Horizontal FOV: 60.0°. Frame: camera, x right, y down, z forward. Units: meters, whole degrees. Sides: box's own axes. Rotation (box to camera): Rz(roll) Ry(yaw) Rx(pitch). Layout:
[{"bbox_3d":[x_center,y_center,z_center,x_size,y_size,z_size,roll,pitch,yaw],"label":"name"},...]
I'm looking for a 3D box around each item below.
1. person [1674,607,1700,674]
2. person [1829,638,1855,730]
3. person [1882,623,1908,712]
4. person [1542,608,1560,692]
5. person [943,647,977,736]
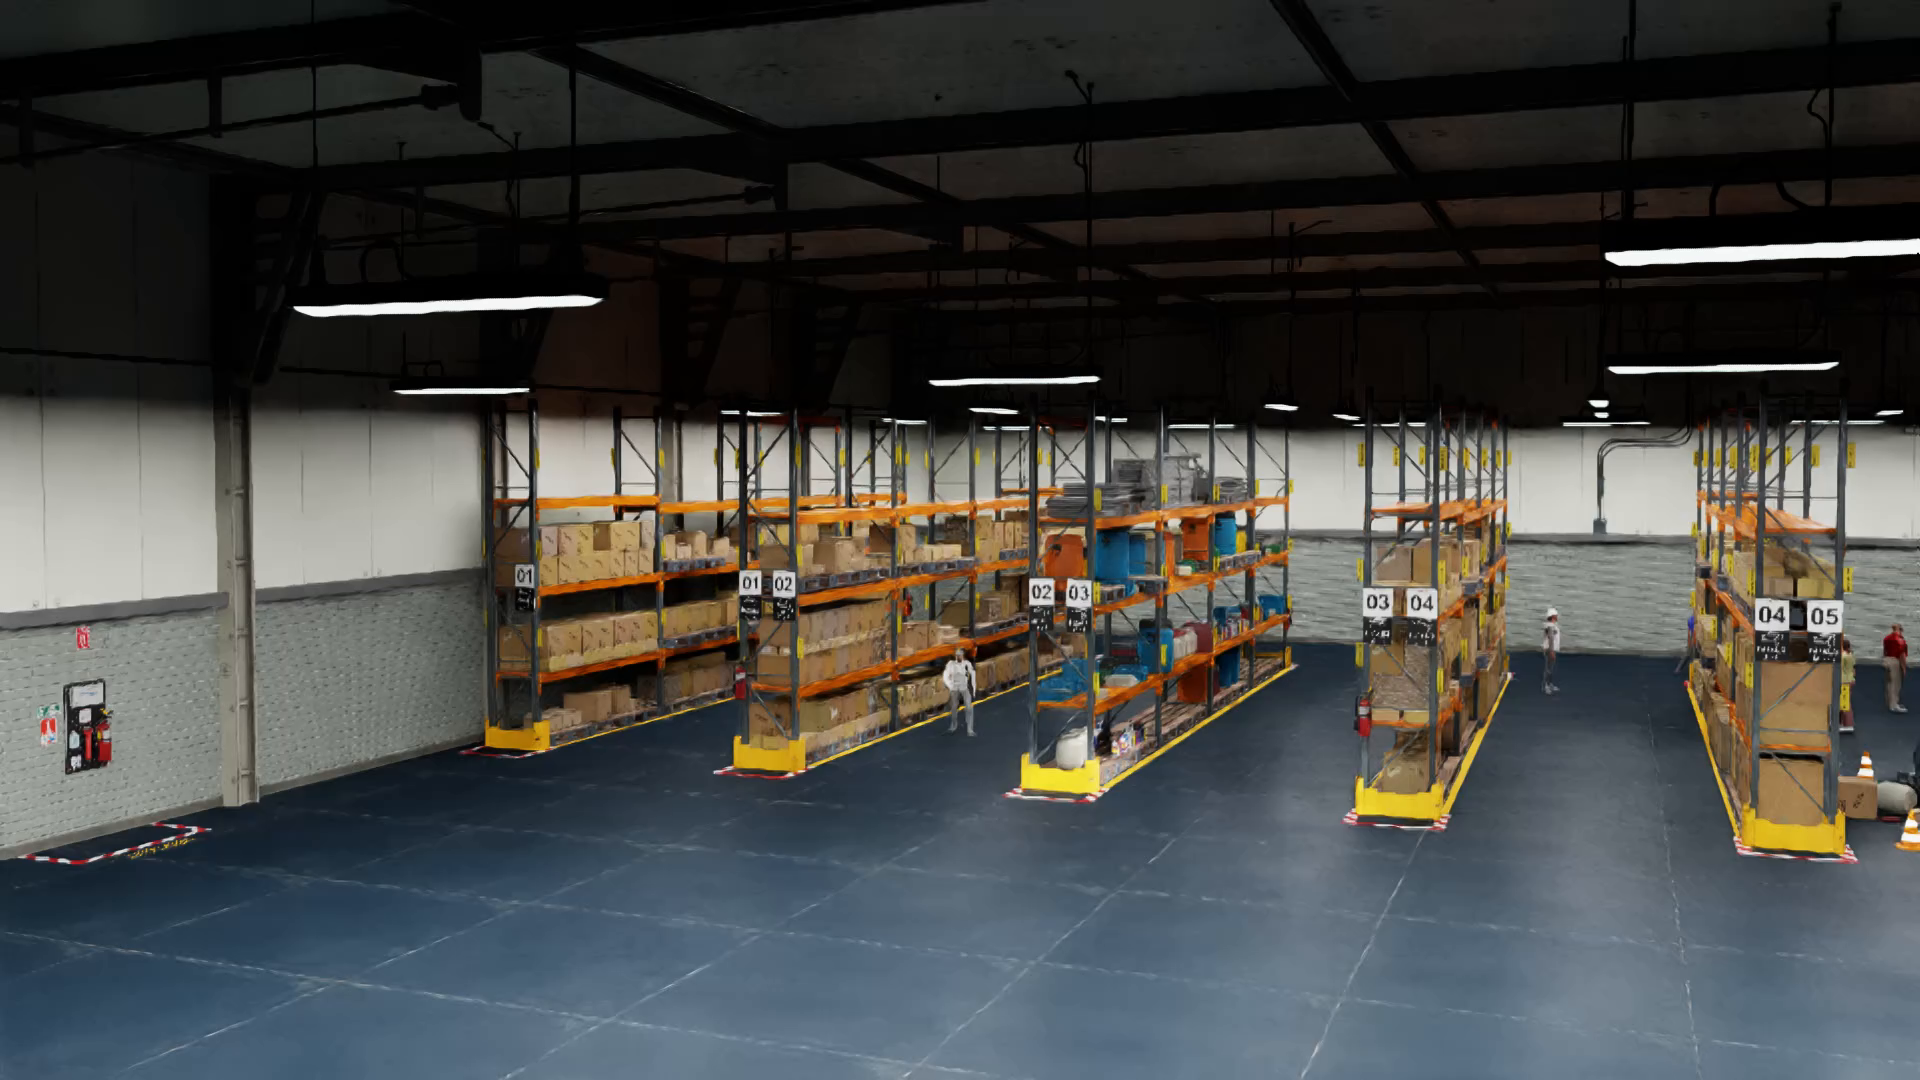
[{"bbox_3d":[16.712,2.301,38.063,0.641,1.651,0.489,-1,3,-20],"label":"person"},{"bbox_3d":[16.245,2.640,30.624,0.560,1.668,0.569,-2,4,-37],"label":"person"},{"bbox_3d":[18.555,2.500,32.908,0.476,1.738,0.626,0,3,-5],"label":"person"},{"bbox_3d":[12.656,2.350,35.584,0.389,1.771,0.624,1,3,15],"label":"person"},{"bbox_3d":[0.012,2.706,30.085,0.638,1.602,0.814,0,3,4],"label":"person"}]
